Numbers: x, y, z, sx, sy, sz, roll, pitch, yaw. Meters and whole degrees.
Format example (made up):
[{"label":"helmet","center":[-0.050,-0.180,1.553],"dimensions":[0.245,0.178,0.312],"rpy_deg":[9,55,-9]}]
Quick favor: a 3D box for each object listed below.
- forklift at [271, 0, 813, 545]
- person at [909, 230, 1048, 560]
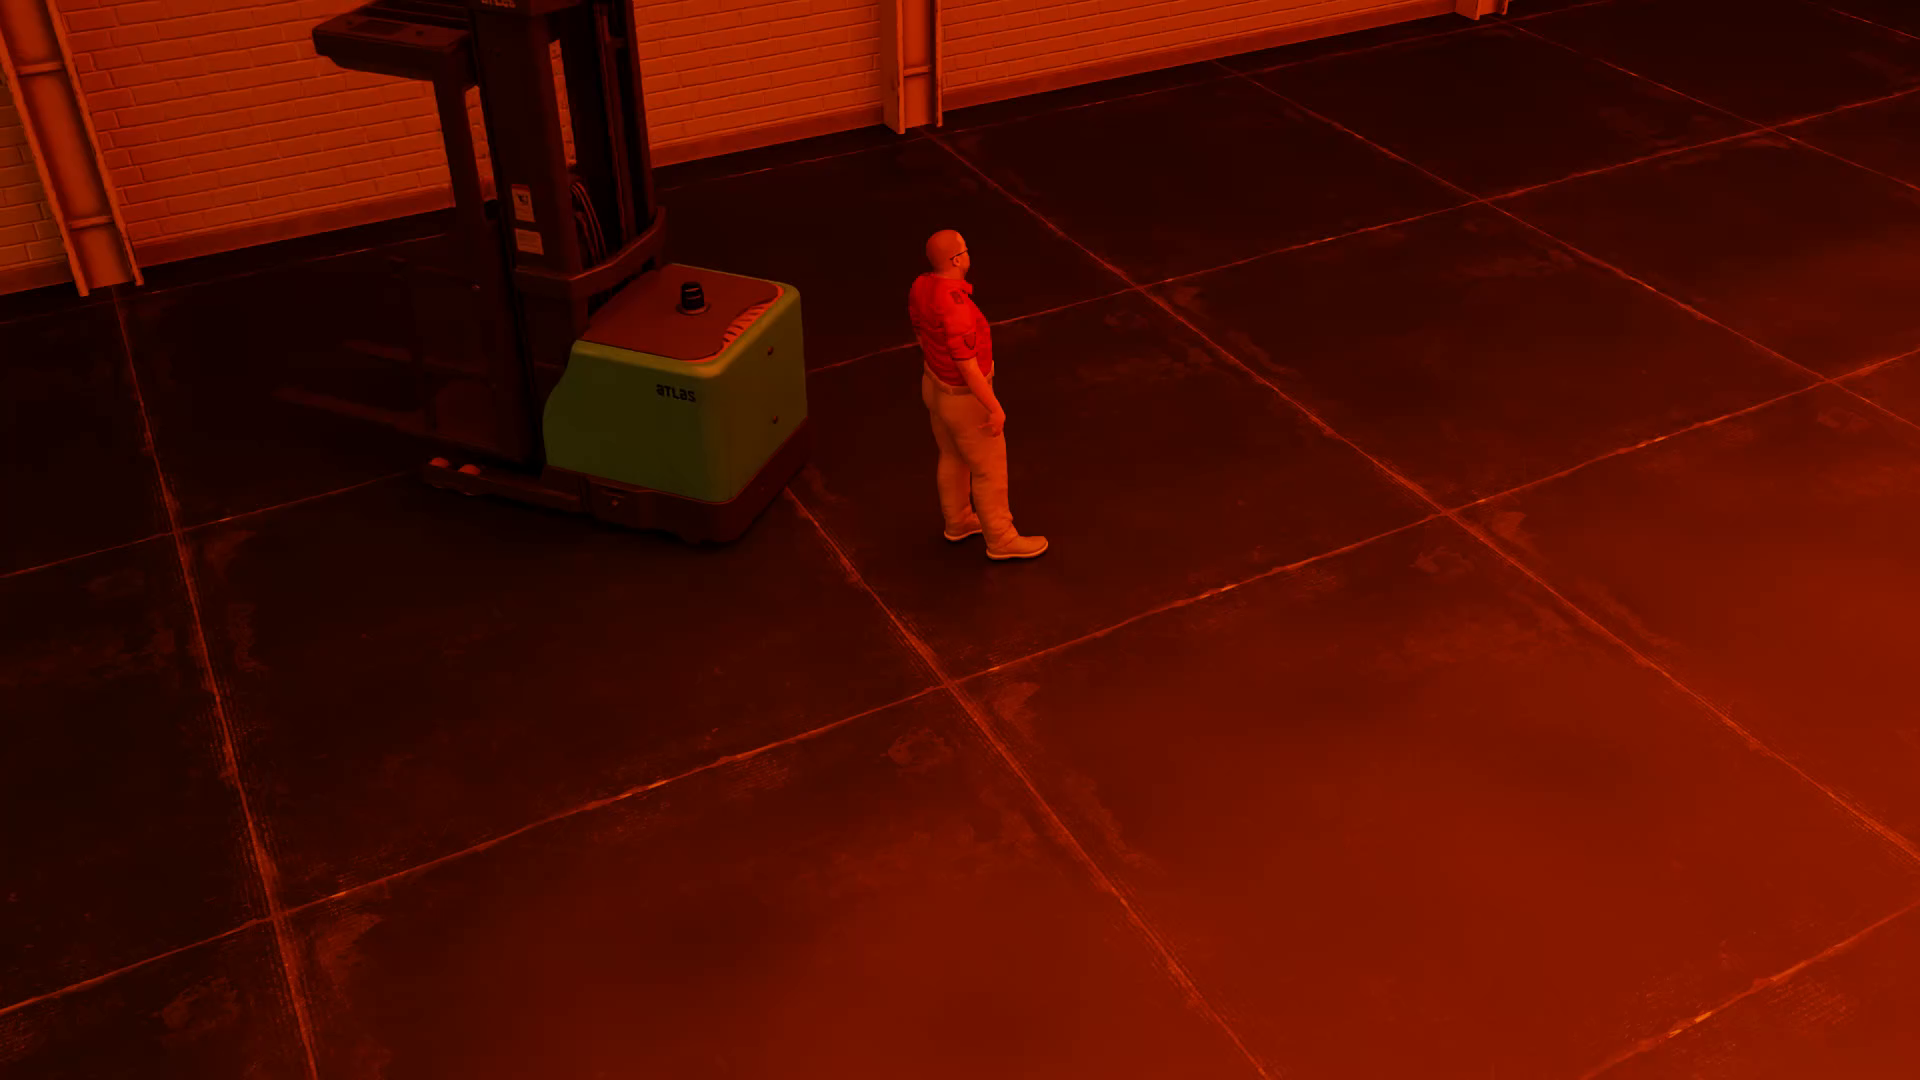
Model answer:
[{"label":"forklift","center":[-2.388,-1.706,8.536],"dimensions":[3.031,2.935,1.130],"rpy_deg":[13,37,17]},{"label":"person","center":[0.085,-0.731,8.185],"dimensions":[0.550,1.729,0.642],"rpy_deg":[-17,39,-23]}]
